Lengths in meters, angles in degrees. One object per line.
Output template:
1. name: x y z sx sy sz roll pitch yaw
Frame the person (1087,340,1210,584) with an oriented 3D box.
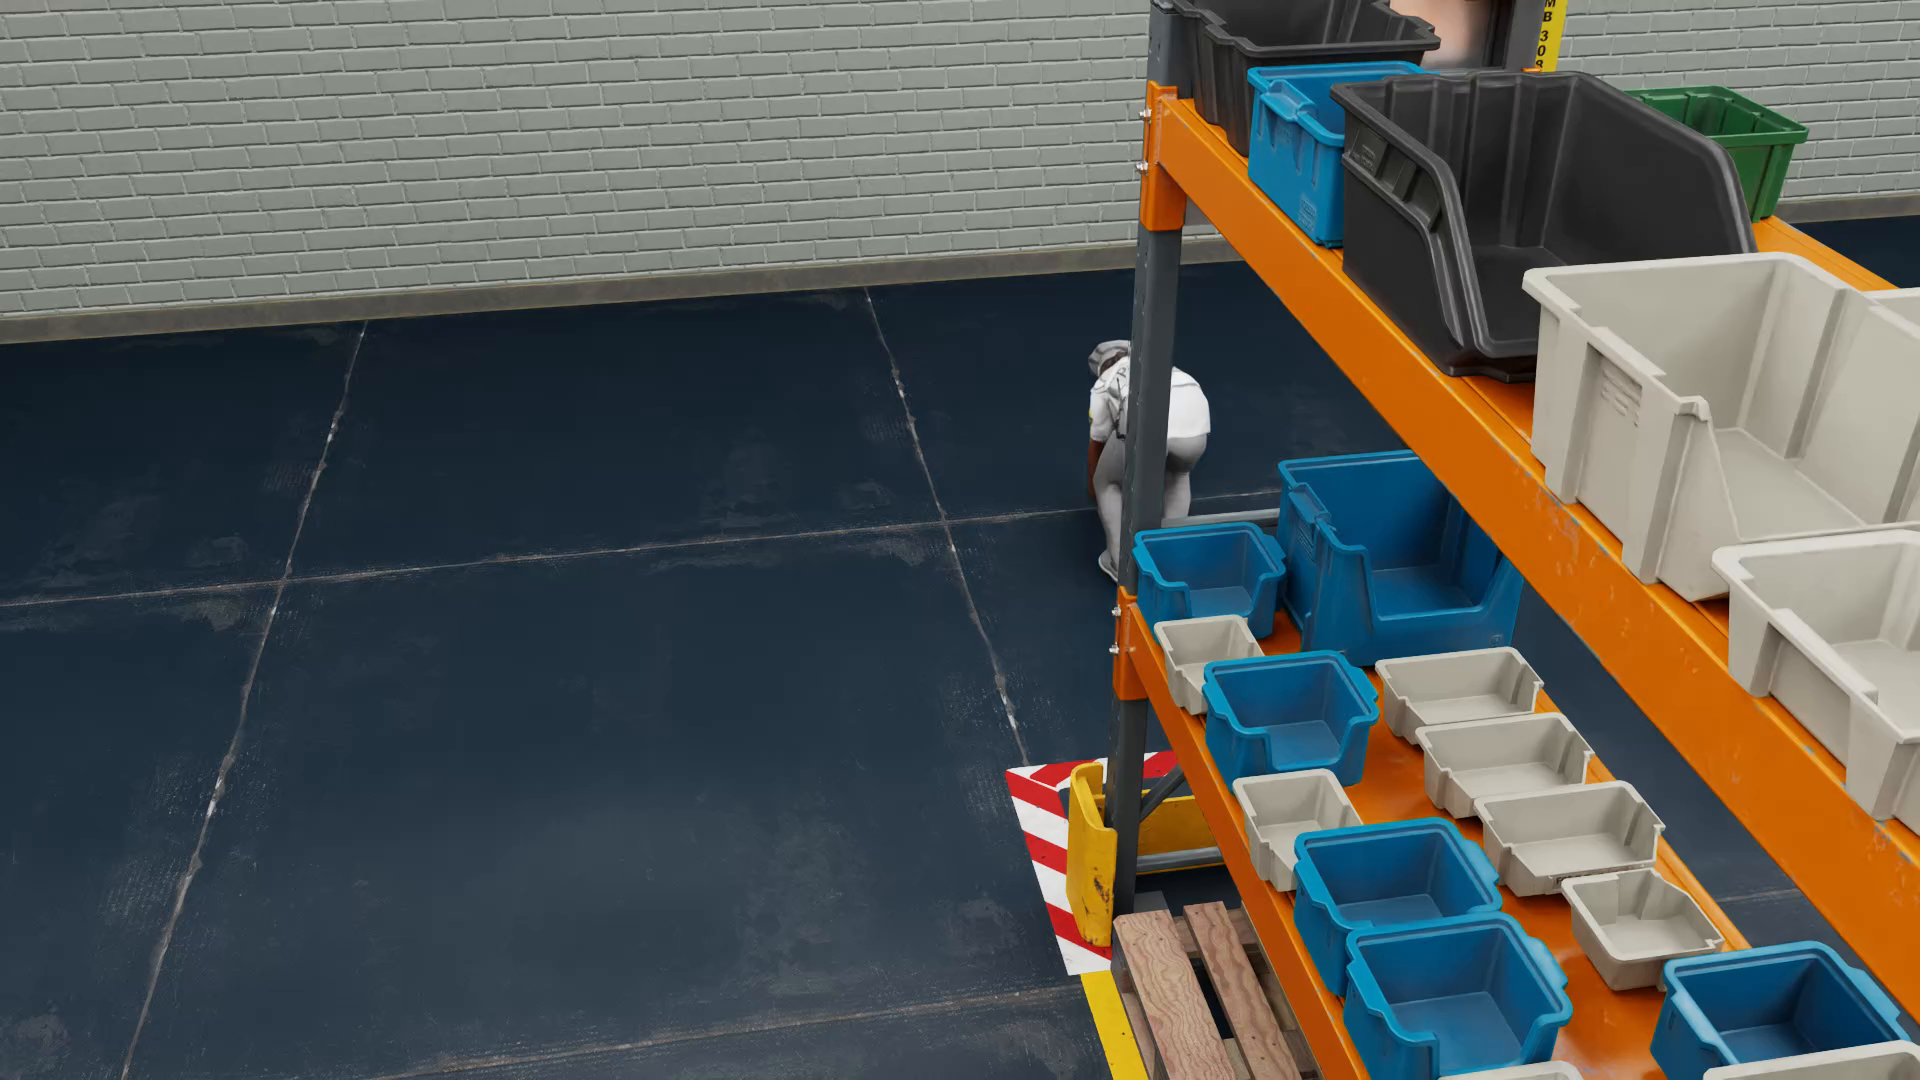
1. person: 0.789 -0.375 7.422 0.444 0.987 0.927 -7 32 -11
